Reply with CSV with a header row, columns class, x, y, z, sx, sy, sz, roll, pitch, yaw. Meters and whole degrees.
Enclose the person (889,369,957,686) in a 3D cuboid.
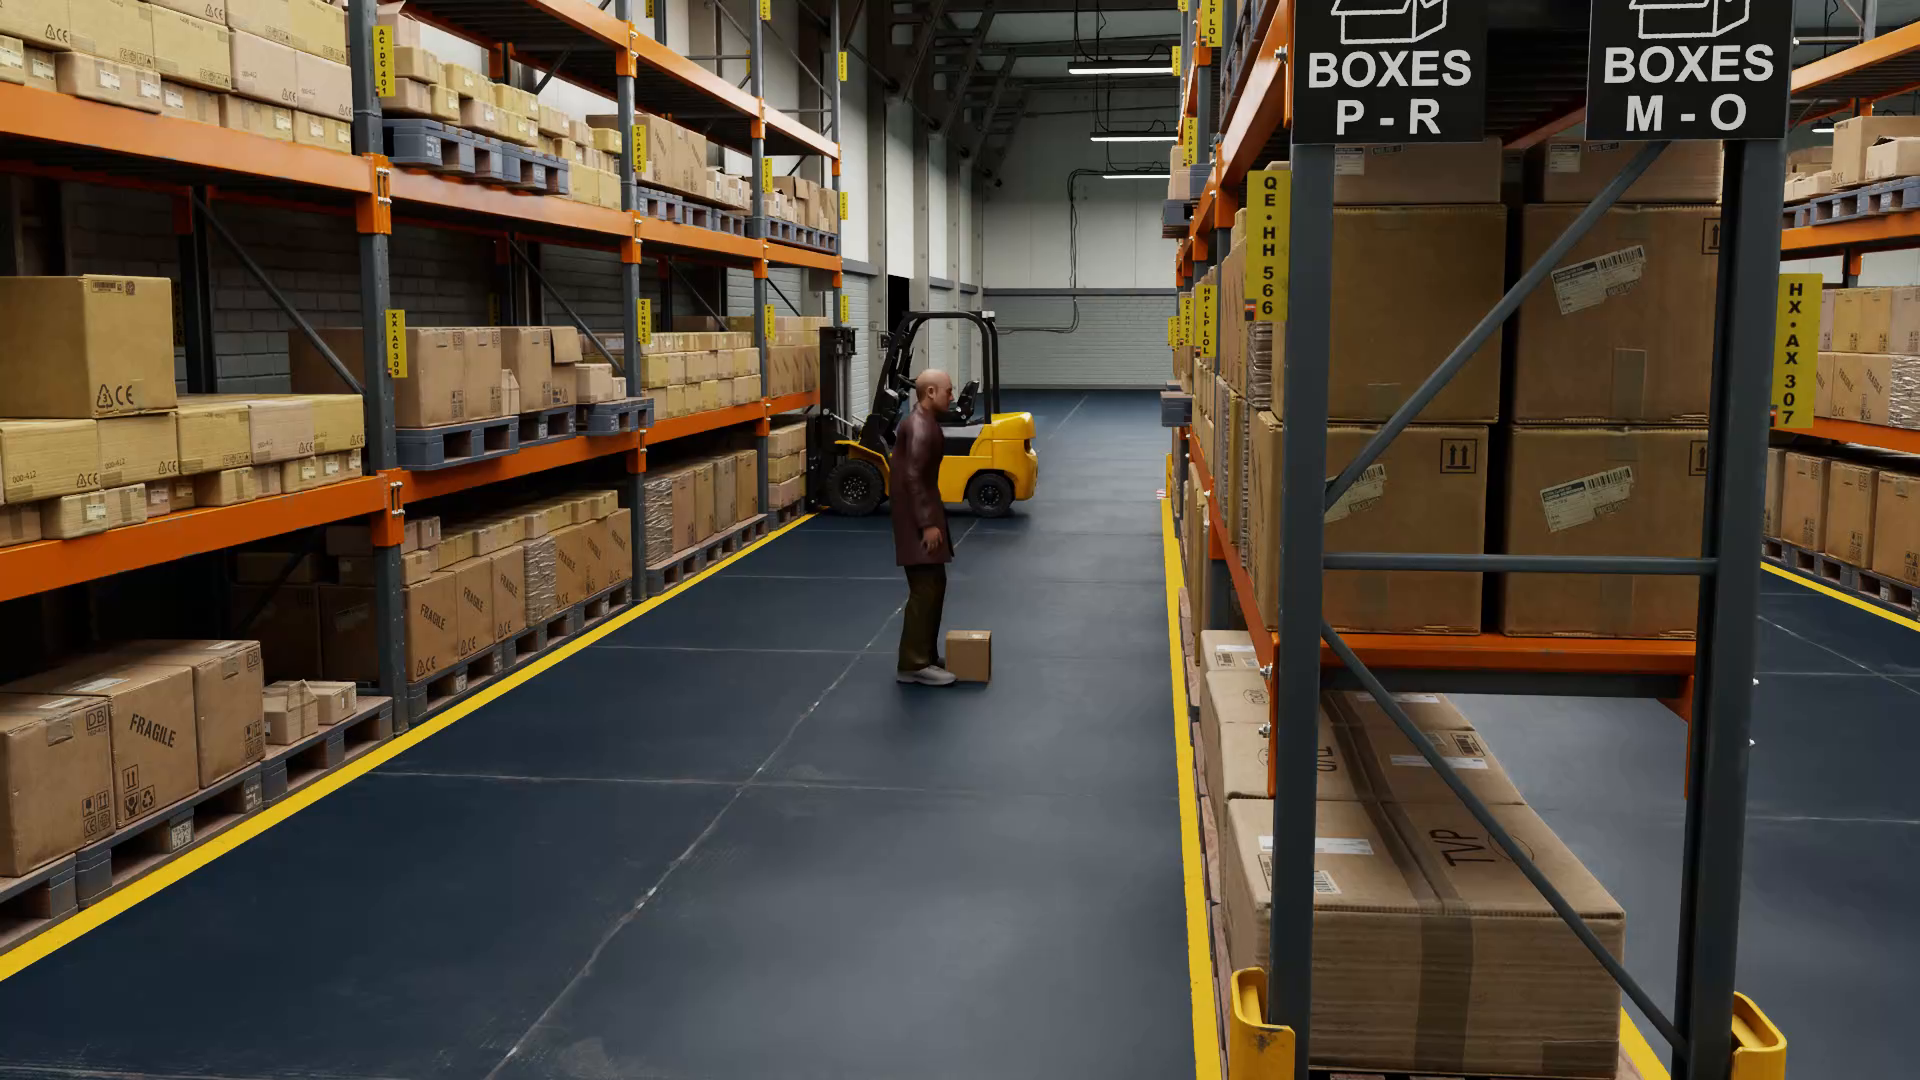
class,x,y,z,sx,sy,sz,roll,pitch,yaw
person,-0.198,-0.091,9.542,0.418,1.774,0.656,0,7,4
